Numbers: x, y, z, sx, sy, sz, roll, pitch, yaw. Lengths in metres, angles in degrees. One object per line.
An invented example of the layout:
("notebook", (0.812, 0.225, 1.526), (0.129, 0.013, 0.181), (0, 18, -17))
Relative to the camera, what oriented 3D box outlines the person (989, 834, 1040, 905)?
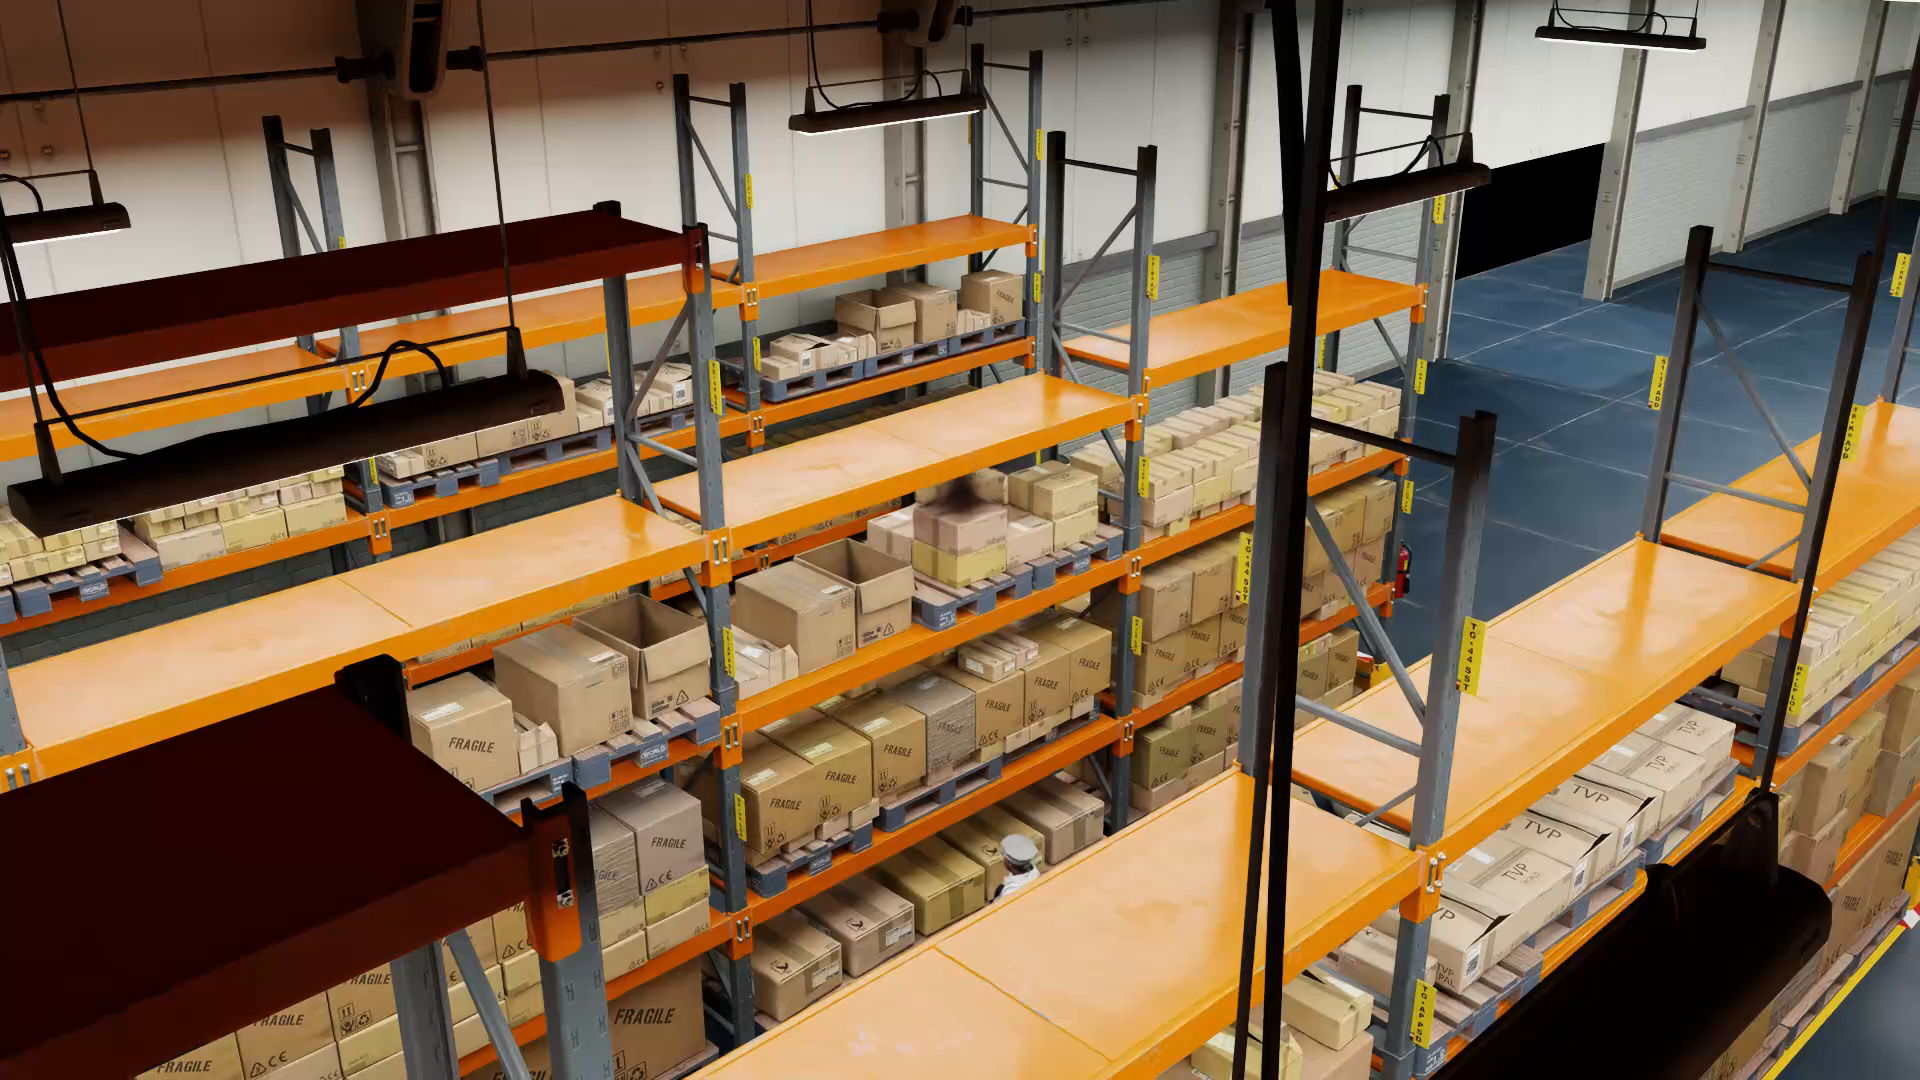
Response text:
("person", (0.395, 2.837, 11.776), (0.384, 1.677, 0.505), (7, 24, 17))
